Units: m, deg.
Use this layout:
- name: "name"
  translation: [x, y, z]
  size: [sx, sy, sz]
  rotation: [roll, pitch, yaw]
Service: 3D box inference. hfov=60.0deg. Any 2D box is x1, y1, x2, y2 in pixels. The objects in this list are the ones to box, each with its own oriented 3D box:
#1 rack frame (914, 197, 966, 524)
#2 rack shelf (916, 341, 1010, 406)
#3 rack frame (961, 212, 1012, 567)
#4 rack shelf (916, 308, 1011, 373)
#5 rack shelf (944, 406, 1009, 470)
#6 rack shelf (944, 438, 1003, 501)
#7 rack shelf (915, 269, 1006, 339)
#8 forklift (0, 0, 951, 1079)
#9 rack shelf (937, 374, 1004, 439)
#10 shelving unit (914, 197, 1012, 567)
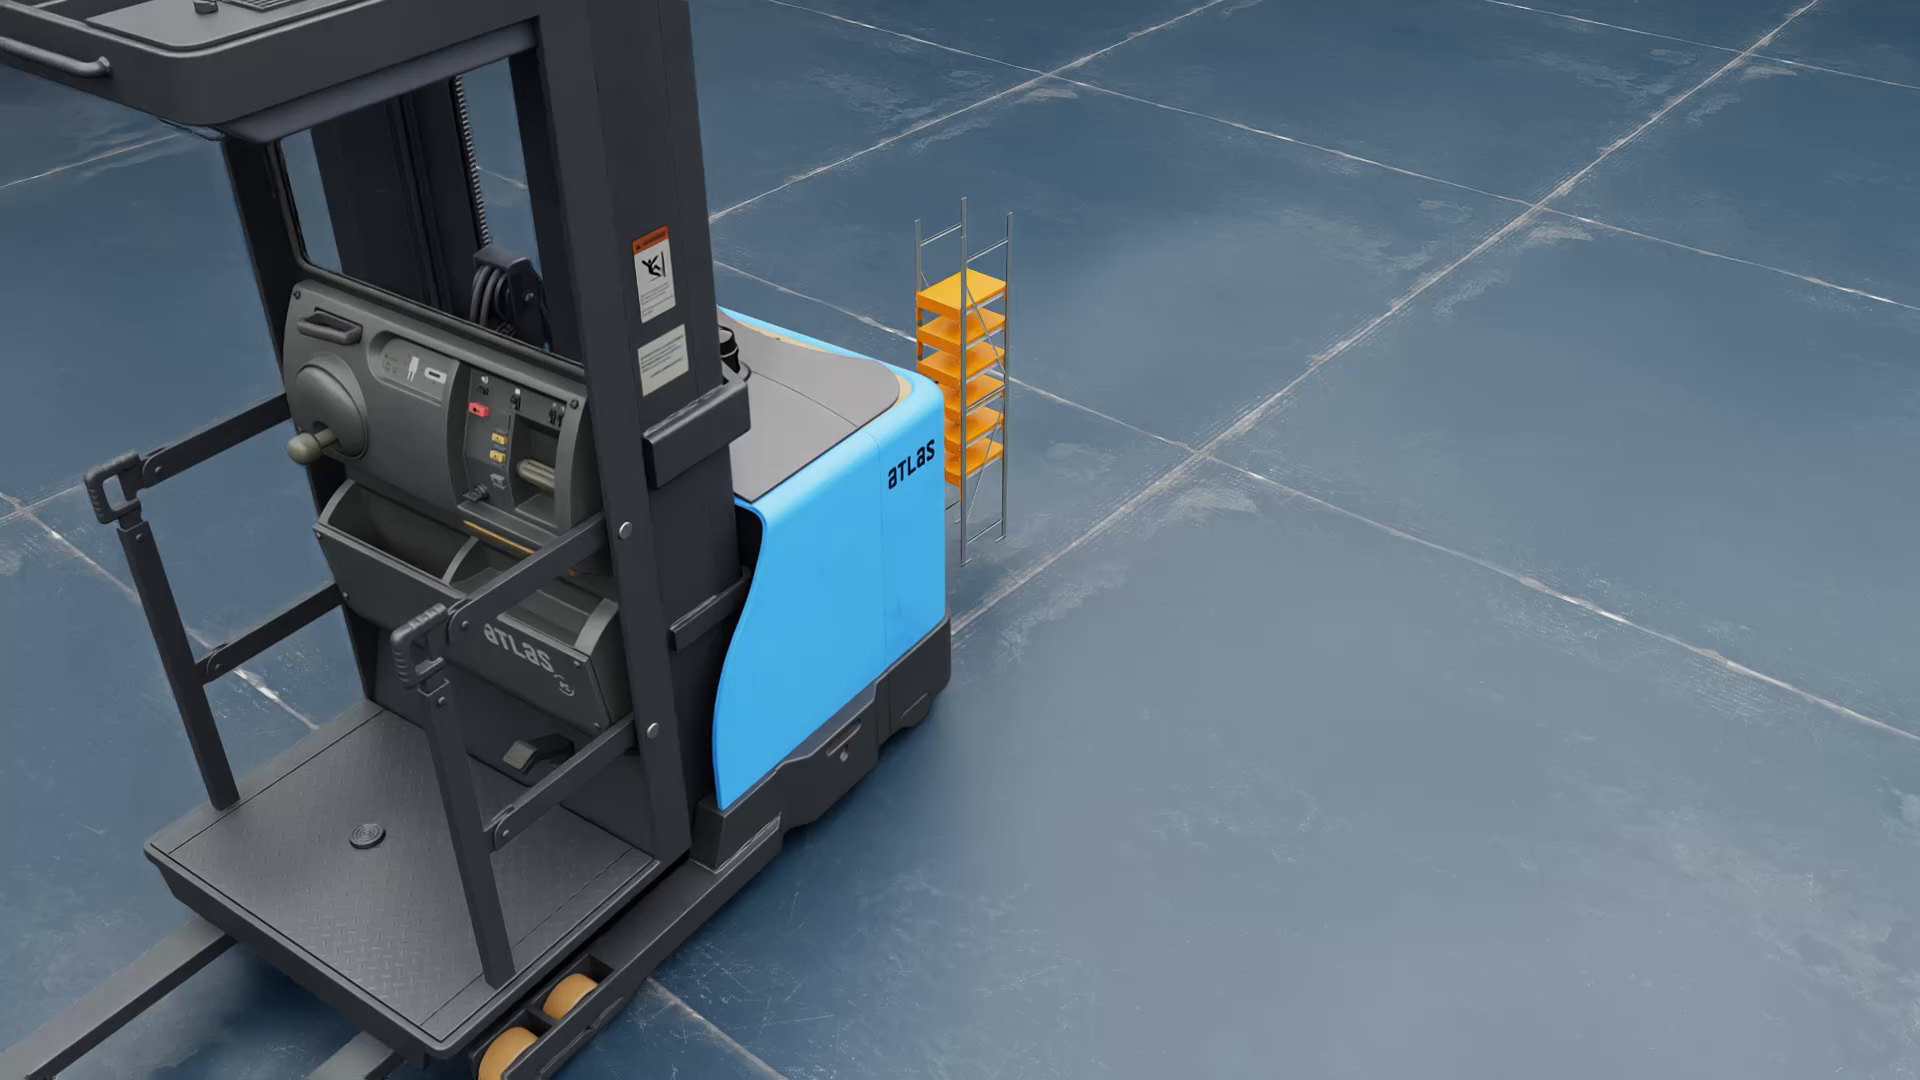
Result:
- name: "rack frame"
  translation: [-0.059, -0.523, 5.451]
  size: [0.006, 1.200, 0.240]
  rotation: [25, 42, 32]
- name: "rack shelf"
  translation: [0.011, -0.552, 5.360]
  size: [0.180, 0.103, 0.258]
  rotation: [25, 42, 32]
- name: "rack frame"
  translation: [0.081, -0.456, 5.354]
  size: [0.006, 1.200, 0.240]
  rotation: [25, 42, 32]
- name: "rack shelf"
  translation: [0.011, -0.651, 5.292]
  size: [0.180, 0.103, 0.258]
  rotation: [25, 42, 32]
- name: "rack shelf"
  translation: [0.011, -0.354, 5.496]
  size: [0.180, 0.103, 0.258]
  rotation: [25, 42, 32]
- name: "rack shelf"
  translation: [0.011, -0.255, 5.564]
  size: [0.180, 0.103, 0.258]
  rotation: [25, 42, 32]
- name: "rack shelf"
  translation: [0.011, -0.749, 5.224]
  size: [0.180, 0.103, 0.258]
  rotation: [25, 42, 32]
- name: "forklift"
  translation: [-1.278, -0.219, 3.480]
  size: [1.130, 2.935, 3.031]
  rotation: [21, 40, 28]
- name: "rack shelf"
  translation: [0.011, -0.453, 5.428]
  size: [0.180, 0.103, 0.258]
  rotation: [25, 42, 32]
- name: "shelving unit"
  translation: [0.011, -0.489, 5.403]
  size: [0.189, 1.200, 0.258]
  rotation: [25, 42, 32]
